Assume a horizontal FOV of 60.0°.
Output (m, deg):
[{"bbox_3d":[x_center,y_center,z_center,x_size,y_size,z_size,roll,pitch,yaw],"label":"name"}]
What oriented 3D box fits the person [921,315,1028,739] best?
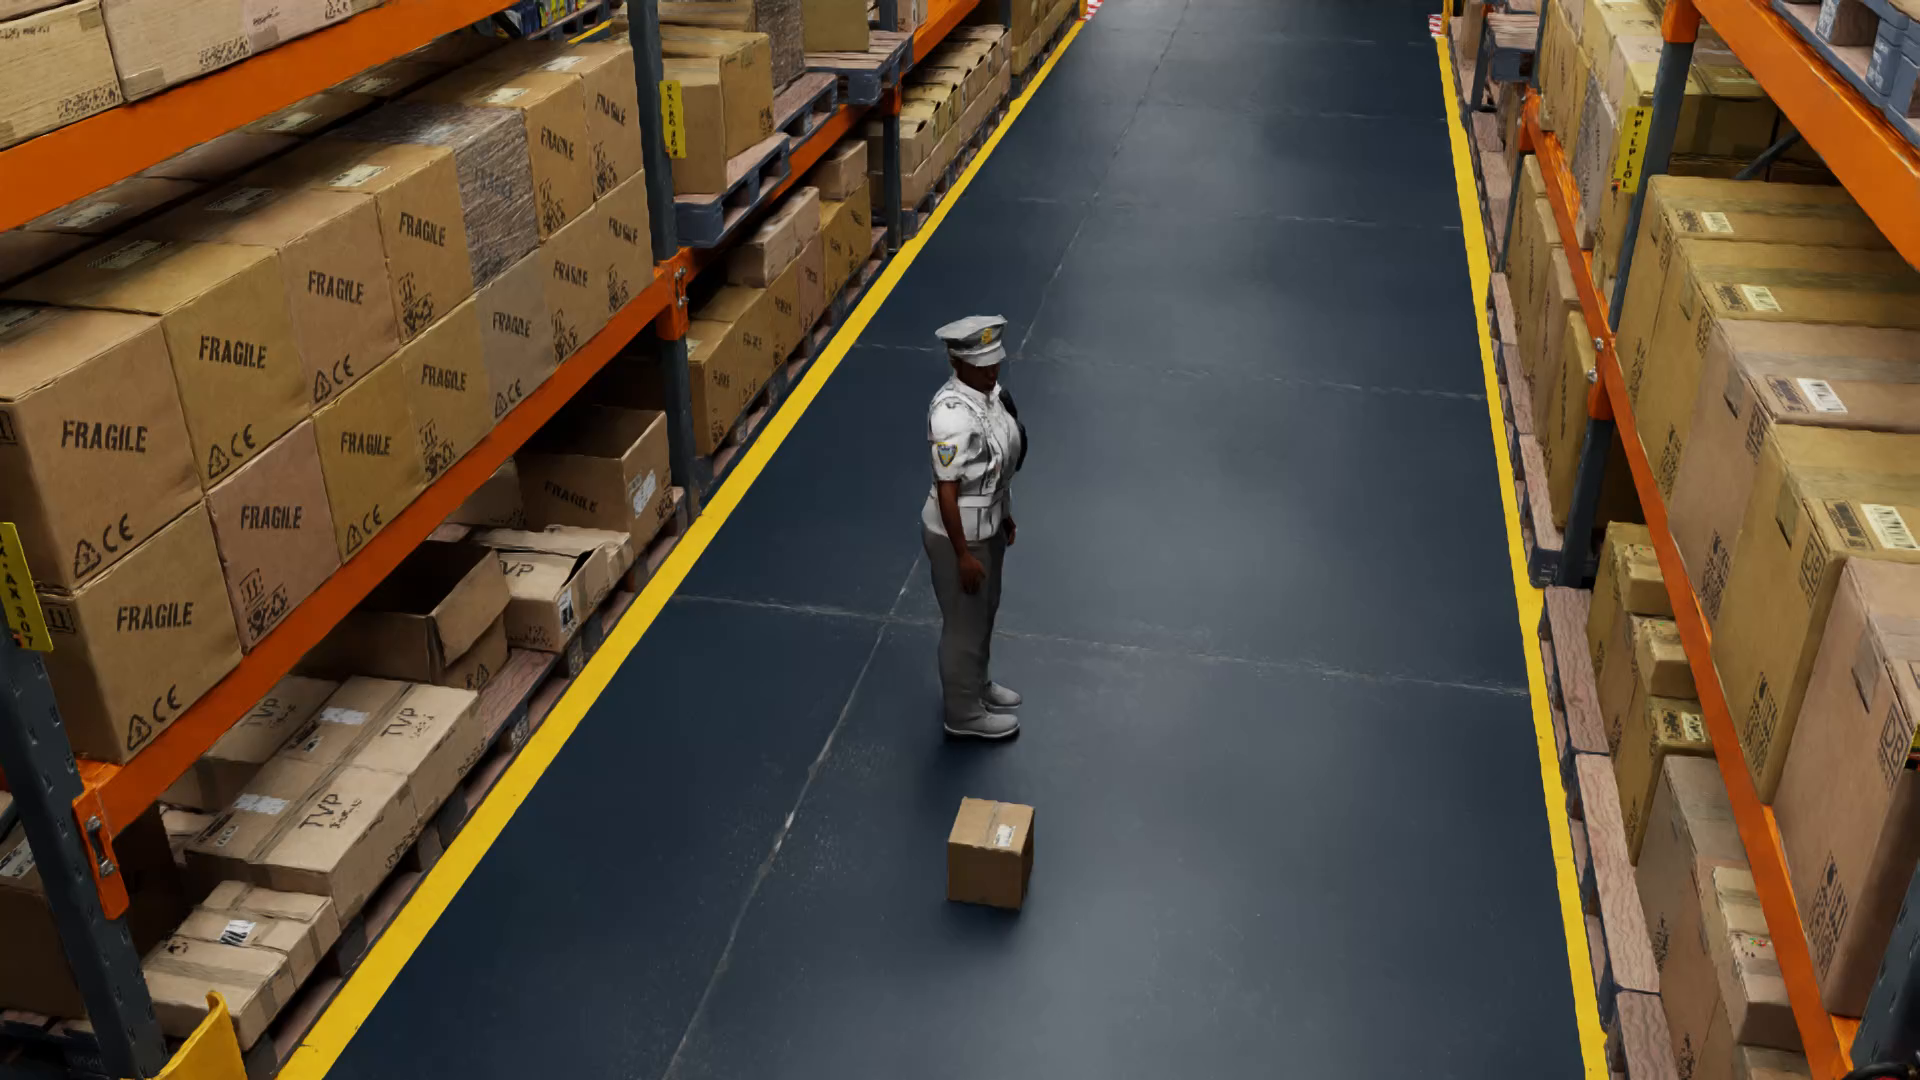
[{"bbox_3d":[0.060,-0.025,6.150,0.388,1.715,0.500,10,30,17],"label":"person"}]
